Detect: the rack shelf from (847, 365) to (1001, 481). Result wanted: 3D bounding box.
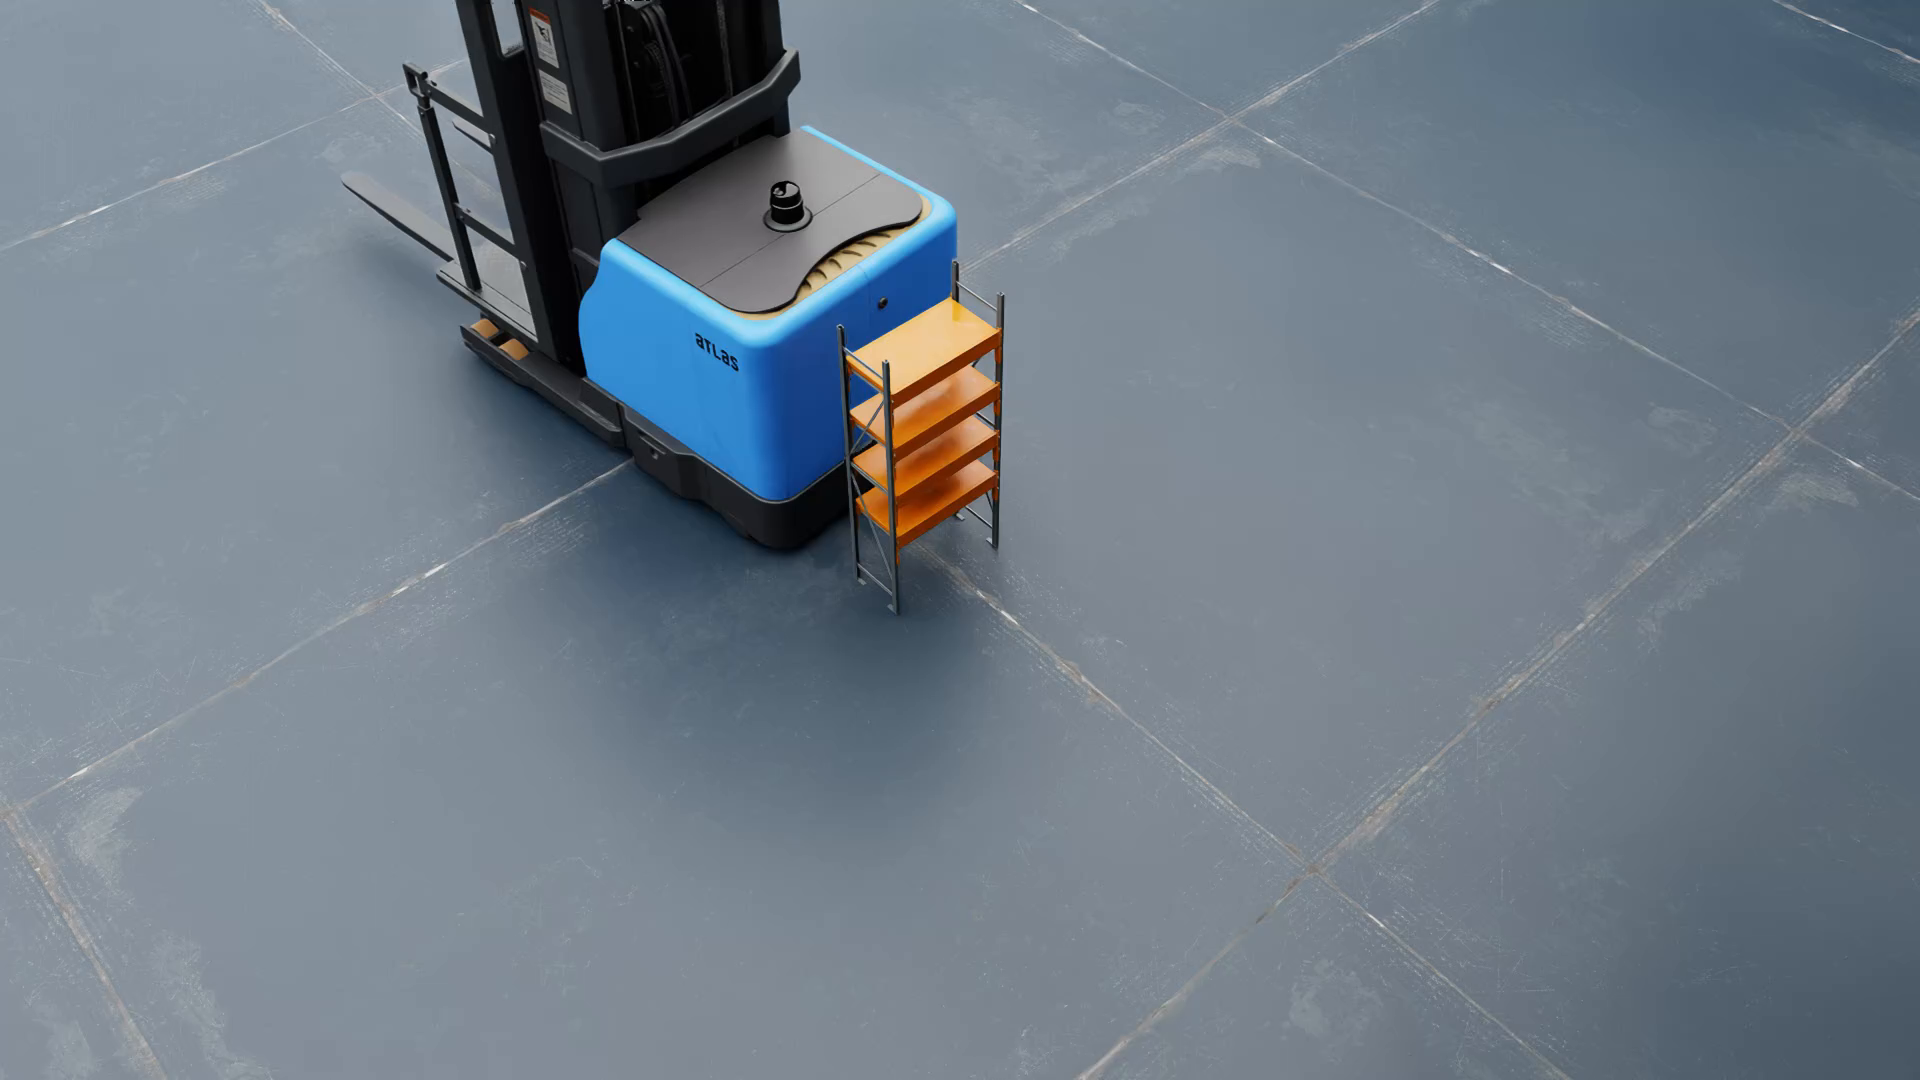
[{"bbox_3d":[-0.122,-0.431,5.619,0.480,0.148,0.258,-34,56,-27],"label":"rack shelf"}]

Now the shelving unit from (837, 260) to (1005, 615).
[{"bbox_3d":[-0.122,-0.325,5.734,0.503,1.200,0.258,-34,56,-27],"label":"shelving unit"}]

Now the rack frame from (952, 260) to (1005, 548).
[{"bbox_3d":[0.058,-0.446,5.845,0.015,1.200,0.240,-34,56,-27],"label":"rack frame"}]

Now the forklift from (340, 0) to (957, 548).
[{"bbox_3d":[-1.430,-1.910,6.018,3.031,2.935,1.130,33,56,27],"label":"forklift"}]

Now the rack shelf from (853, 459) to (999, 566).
[{"bbox_3d":[-0.122,-0.145,5.929,0.480,0.148,0.258,-34,56,-27],"label":"rack shelf"}]

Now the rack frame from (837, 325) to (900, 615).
[{"bbox_3d":[-0.303,-0.204,5.622,0.015,1.200,0.240,-34,56,-27],"label":"rack frame"}]

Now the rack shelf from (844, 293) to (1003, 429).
[{"bbox_3d":[-0.122,-0.592,5.445,0.480,0.148,0.258,-34,56,-27],"label":"rack shelf"}]

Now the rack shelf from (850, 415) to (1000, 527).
[{"bbox_3d":[-0.122,-0.279,5.783,0.480,0.148,0.258,-34,56,-27],"label":"rack shelf"}]
